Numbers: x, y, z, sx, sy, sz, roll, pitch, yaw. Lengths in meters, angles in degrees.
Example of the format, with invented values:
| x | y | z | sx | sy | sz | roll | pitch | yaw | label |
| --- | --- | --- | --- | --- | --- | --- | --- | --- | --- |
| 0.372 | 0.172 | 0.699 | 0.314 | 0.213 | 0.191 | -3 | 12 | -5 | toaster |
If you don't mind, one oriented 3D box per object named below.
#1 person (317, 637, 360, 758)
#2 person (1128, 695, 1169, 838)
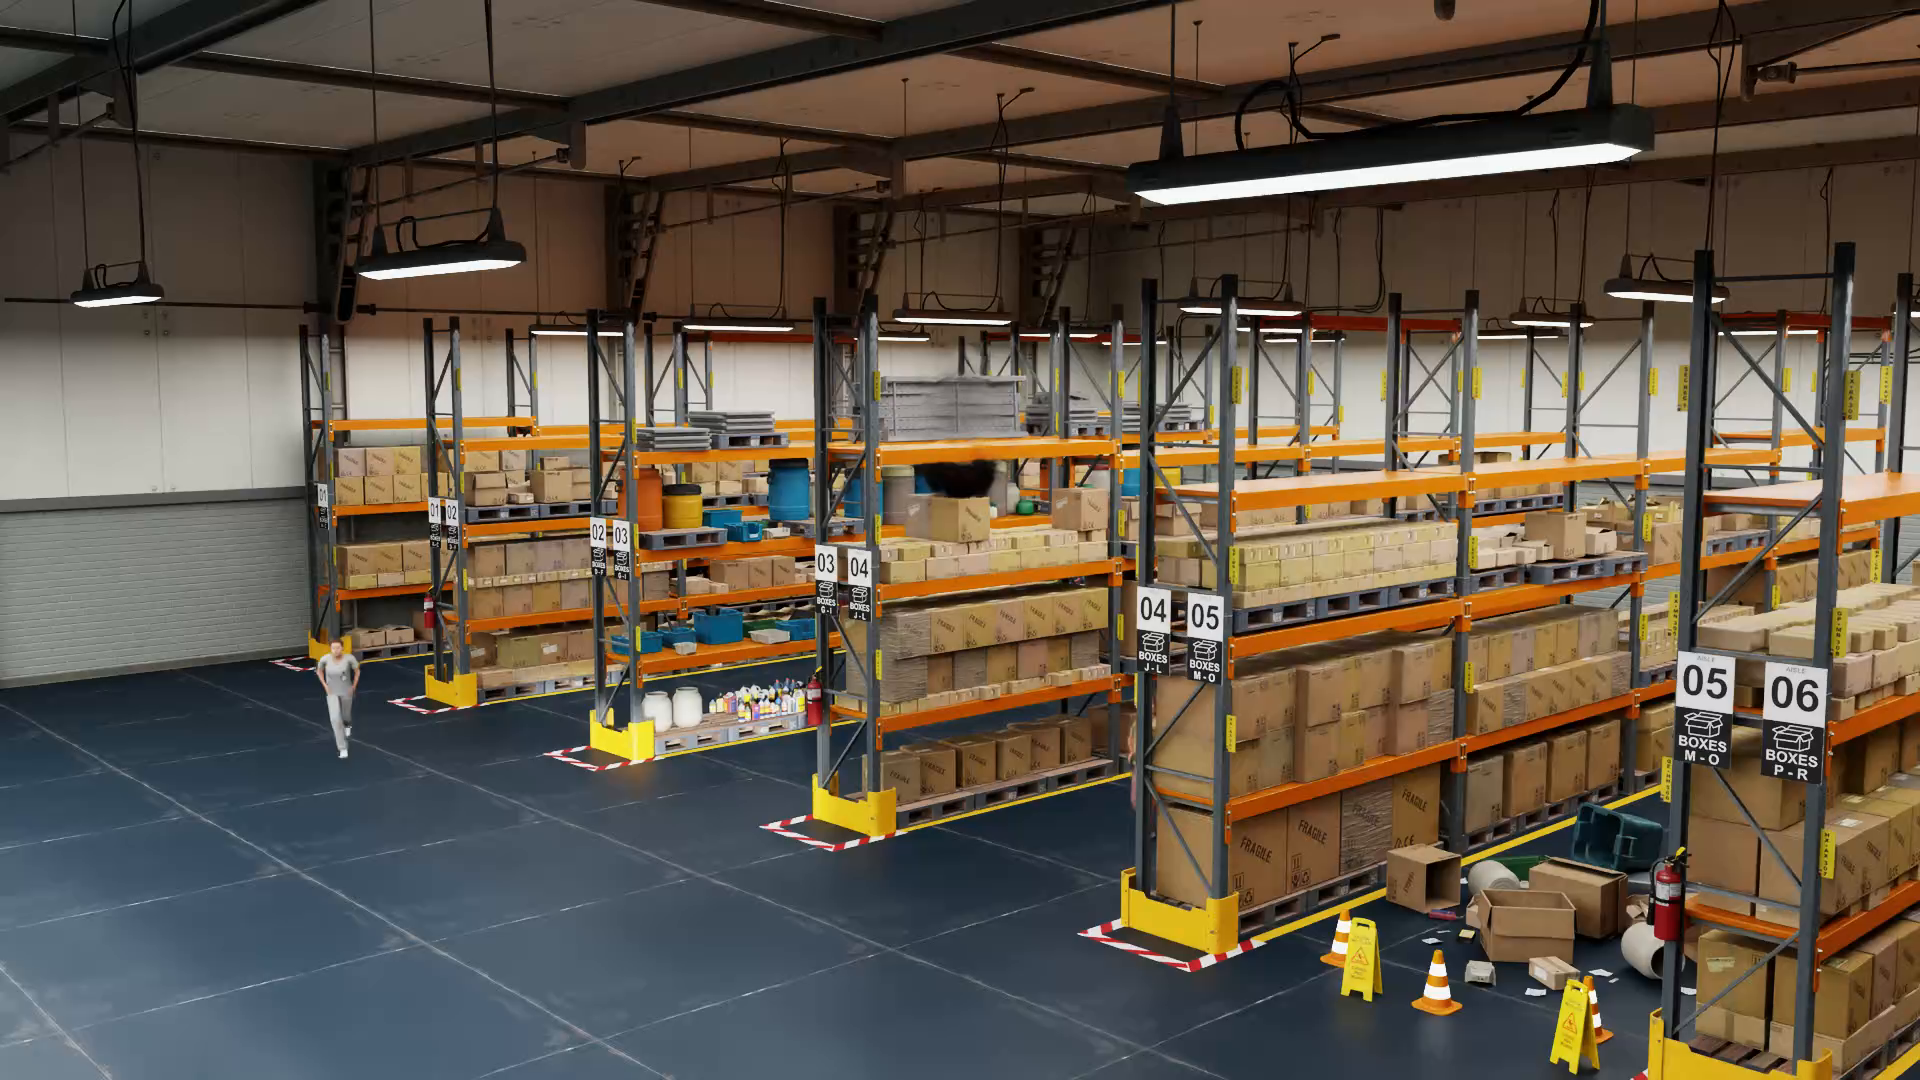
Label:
| x | y | z | sx | sy | sz | roll | pitch | yaw | label |
| --- | --- | --- | --- | --- | --- | --- | --- | --- | --- |
| -8.441 | 2.092 | 22.651 | 0.550 | 1.621 | 0.888 | -1 | 6 | -12 | person |
| 2.102 | 2.515 | 18.415 | 0.582 | 1.616 | 0.566 | 4 | 7 | 36 | person |
